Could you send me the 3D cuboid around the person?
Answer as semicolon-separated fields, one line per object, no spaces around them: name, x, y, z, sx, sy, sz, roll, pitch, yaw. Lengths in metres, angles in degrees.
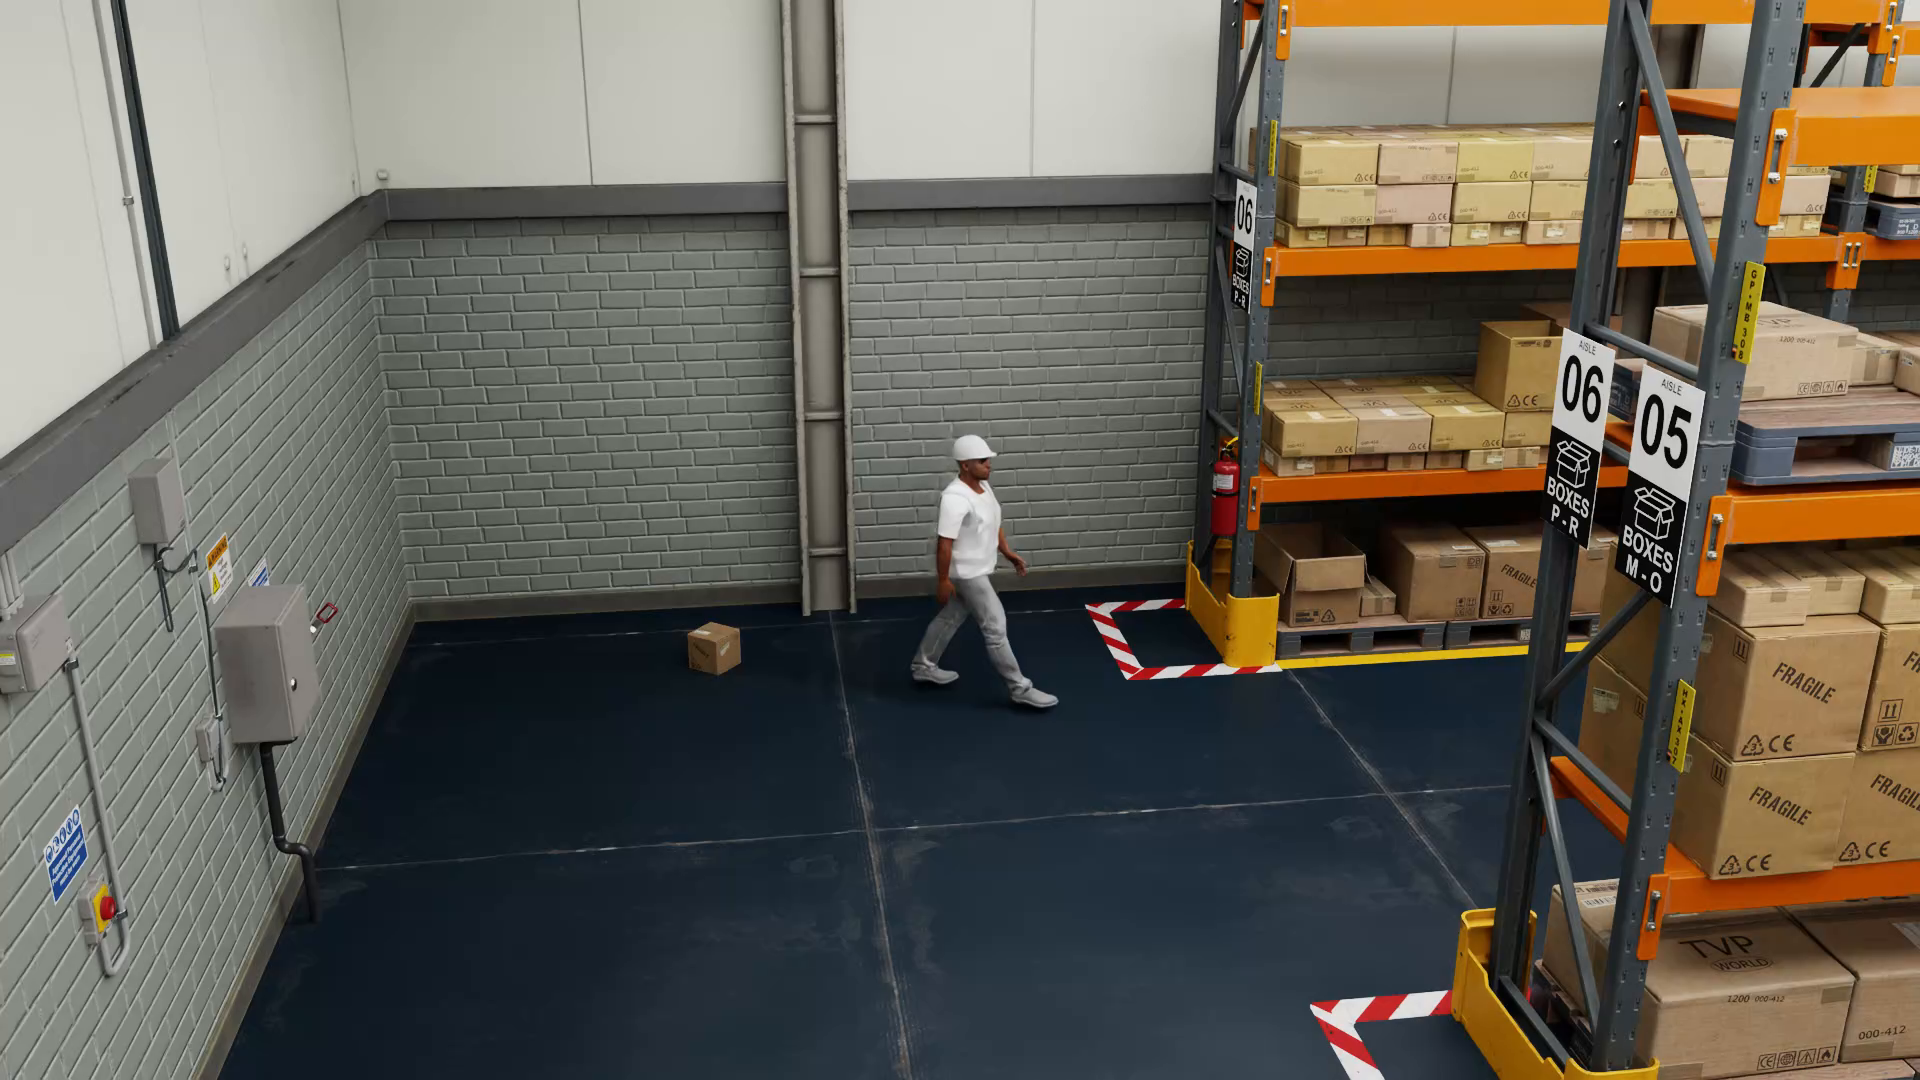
person;0.162;0.168;10.515;1.025;1.705;0.582;5;21;14
